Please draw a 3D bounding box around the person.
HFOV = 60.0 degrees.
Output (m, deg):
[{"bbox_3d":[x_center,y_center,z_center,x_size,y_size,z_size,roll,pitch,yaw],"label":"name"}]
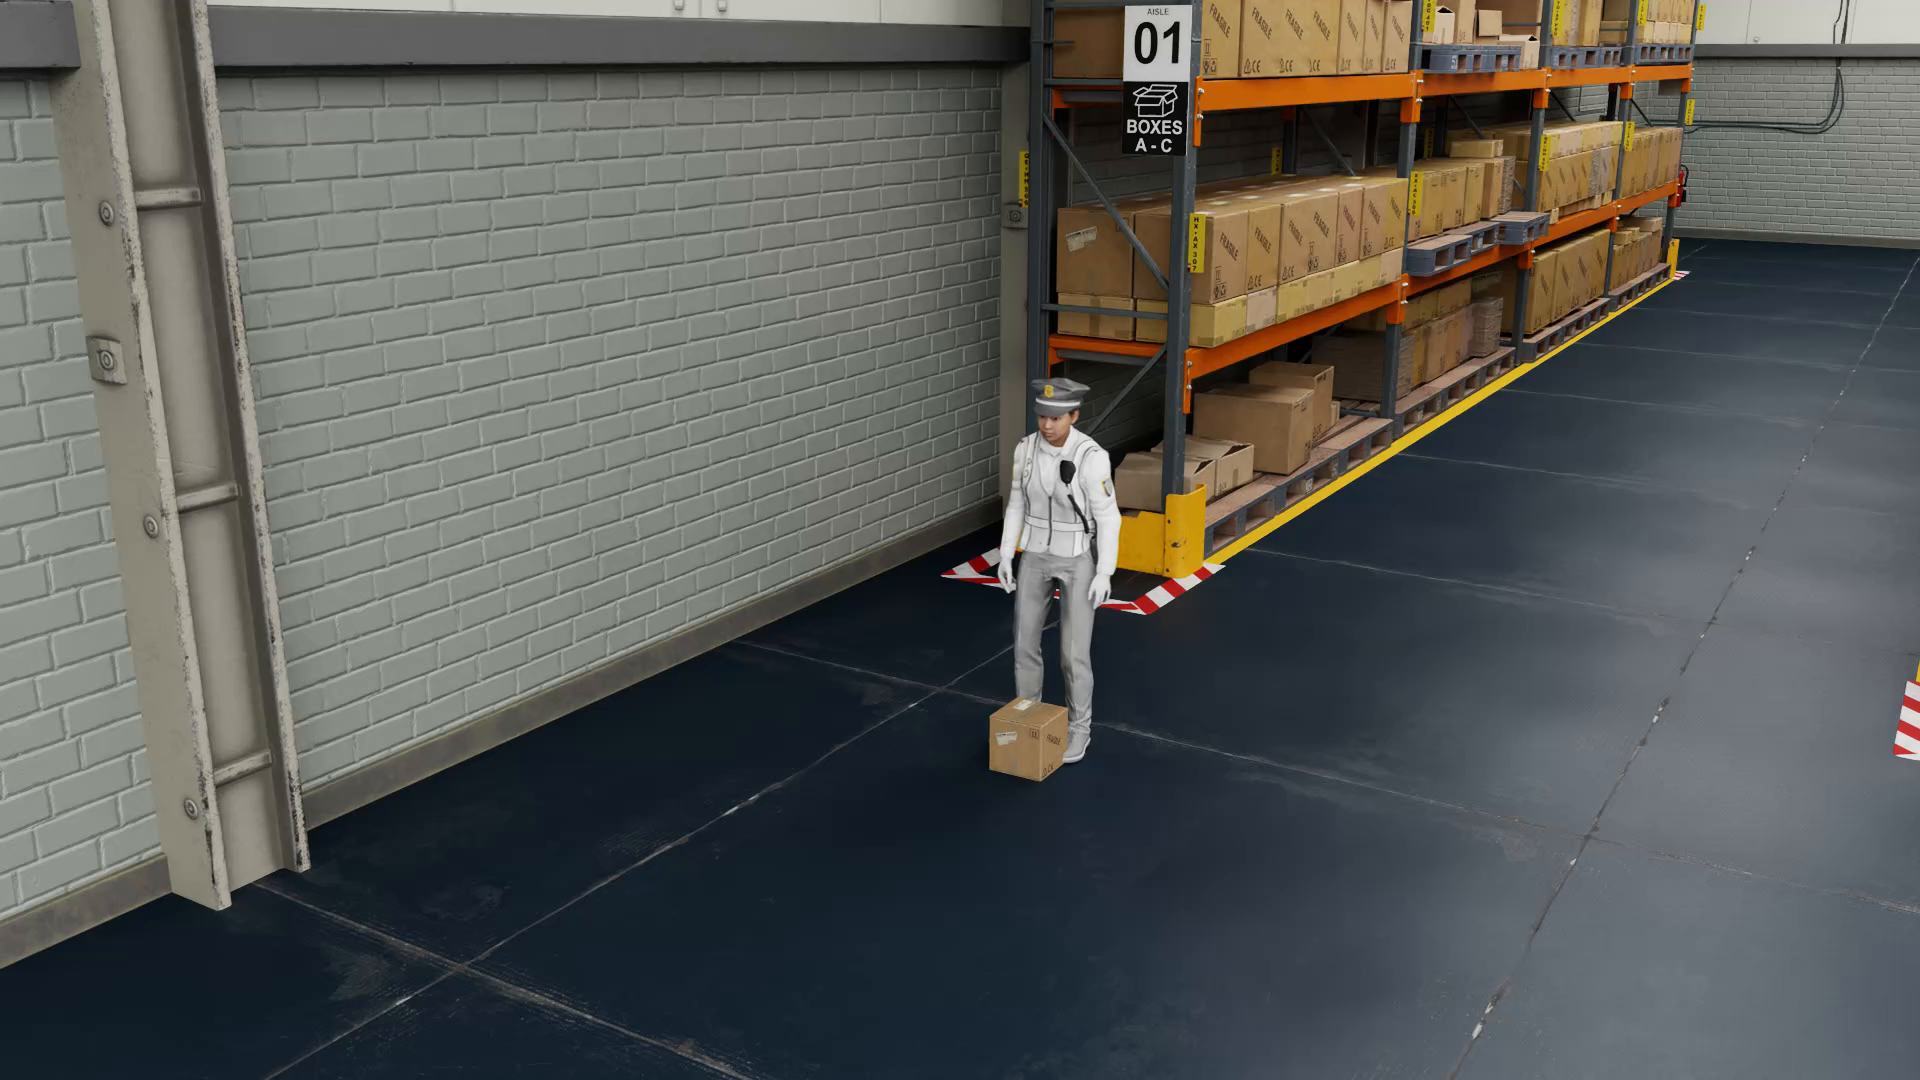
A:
[{"bbox_3d":[0.419,0.117,7.124,0.541,1.665,0.373,9,19,28],"label":"person"}]
